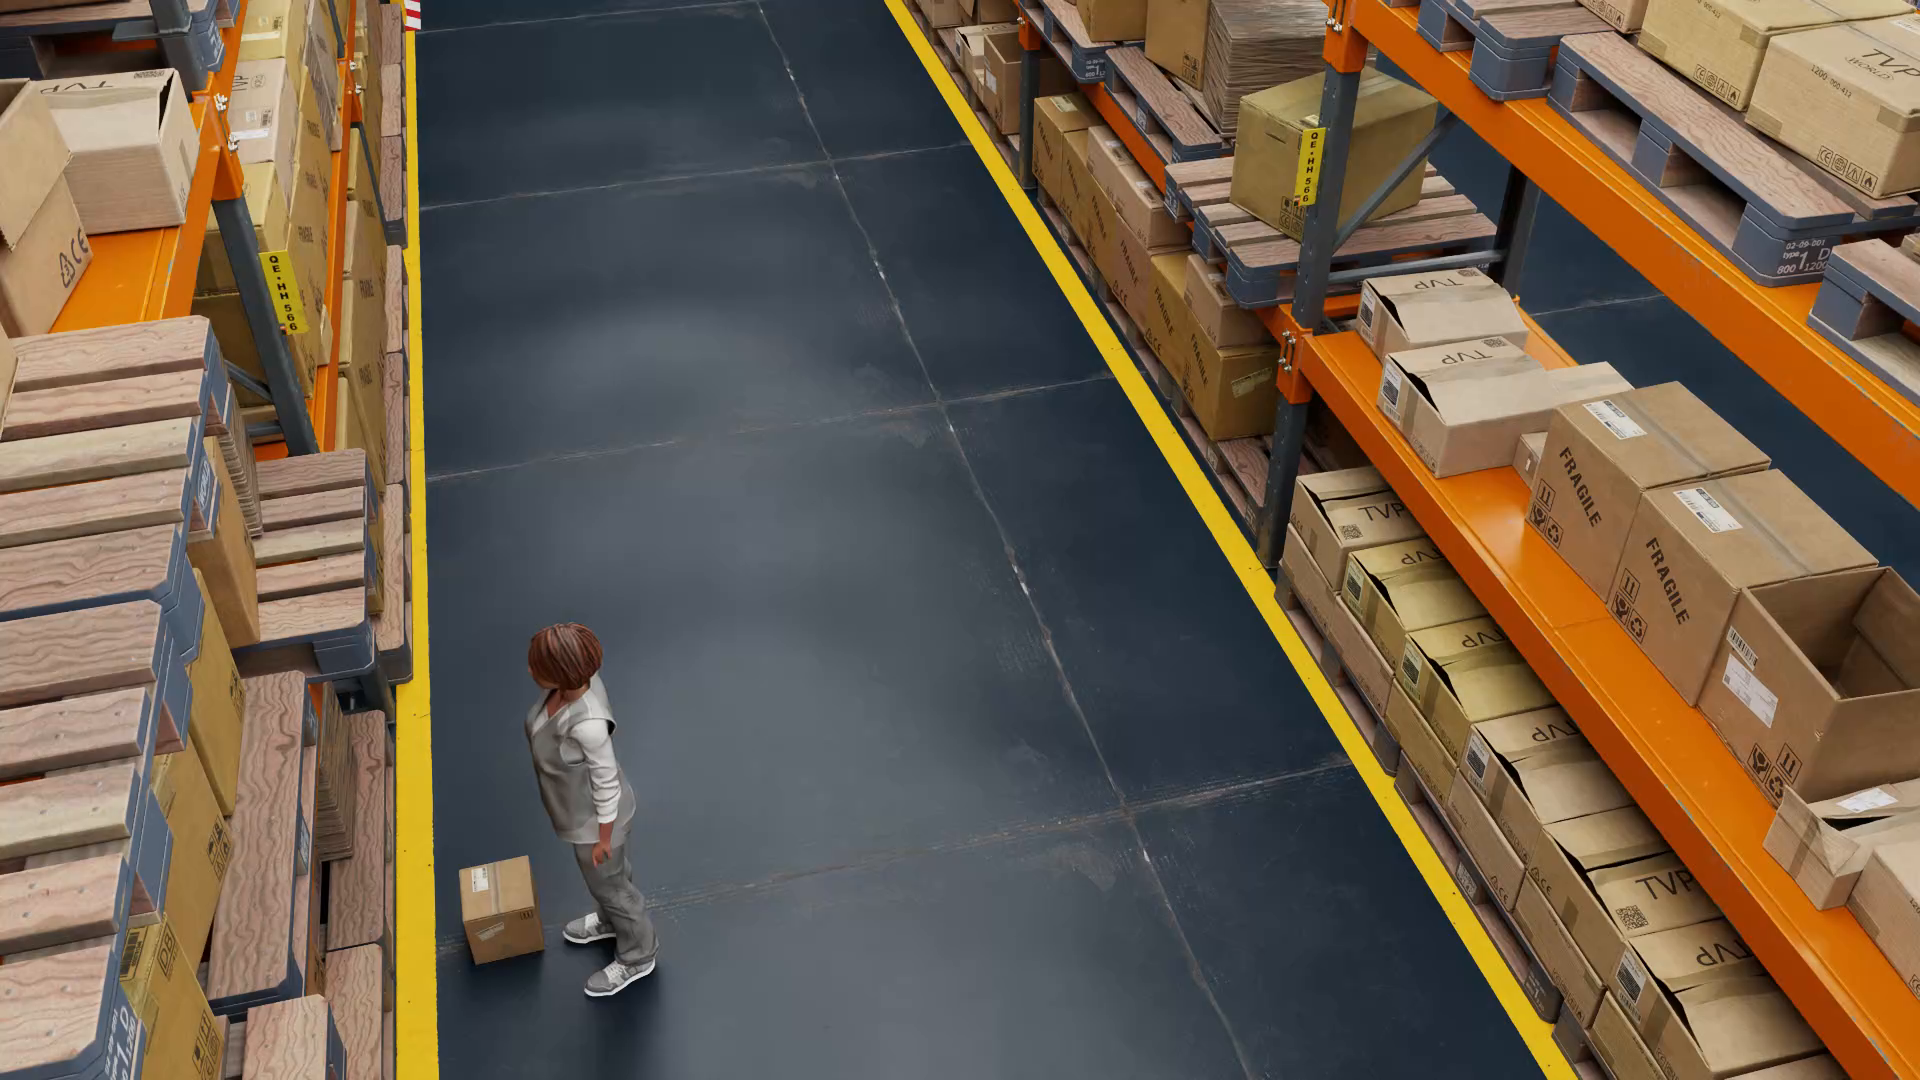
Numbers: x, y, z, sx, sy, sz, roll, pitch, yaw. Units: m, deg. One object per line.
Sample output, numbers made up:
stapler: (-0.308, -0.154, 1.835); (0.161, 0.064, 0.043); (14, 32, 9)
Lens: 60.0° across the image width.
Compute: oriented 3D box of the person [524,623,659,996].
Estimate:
person: (-1.256, 0.903, 5.588); (0.318, 1.603, 0.409); (-15, 41, -18)
